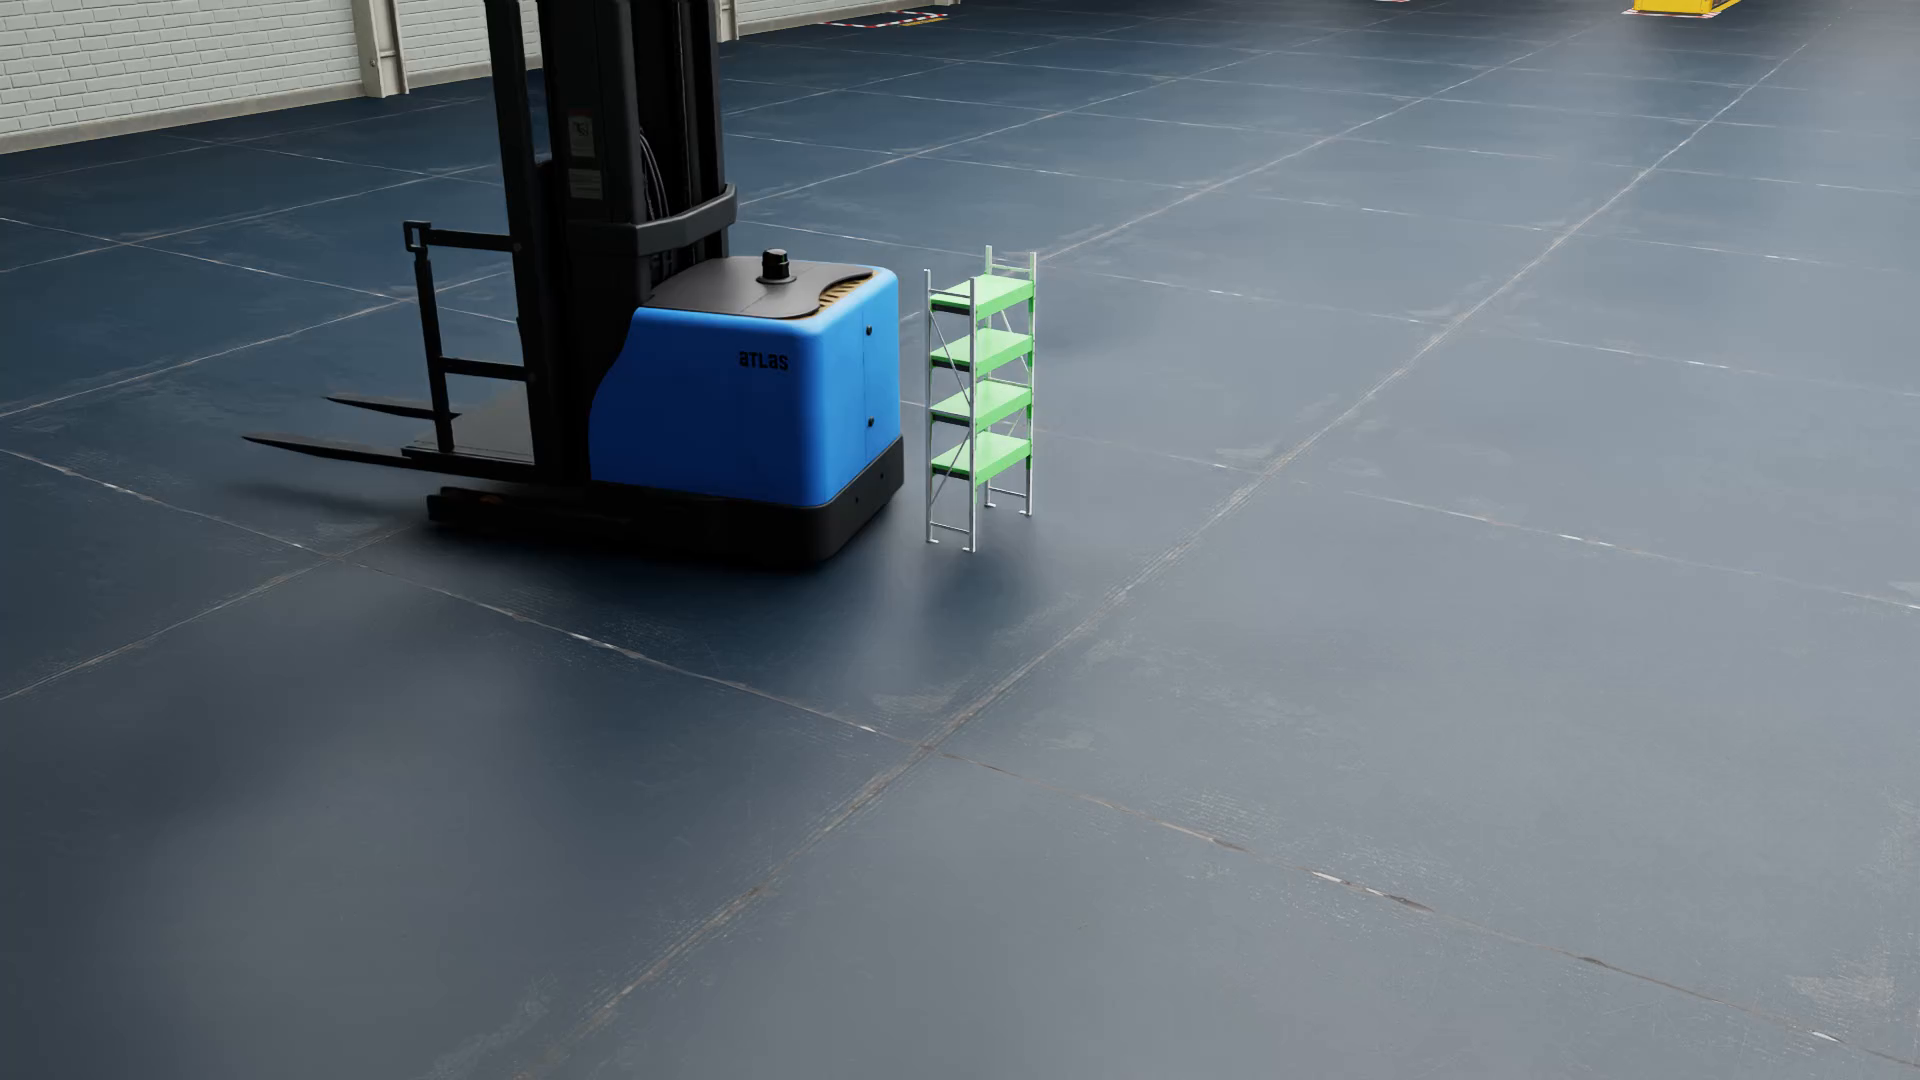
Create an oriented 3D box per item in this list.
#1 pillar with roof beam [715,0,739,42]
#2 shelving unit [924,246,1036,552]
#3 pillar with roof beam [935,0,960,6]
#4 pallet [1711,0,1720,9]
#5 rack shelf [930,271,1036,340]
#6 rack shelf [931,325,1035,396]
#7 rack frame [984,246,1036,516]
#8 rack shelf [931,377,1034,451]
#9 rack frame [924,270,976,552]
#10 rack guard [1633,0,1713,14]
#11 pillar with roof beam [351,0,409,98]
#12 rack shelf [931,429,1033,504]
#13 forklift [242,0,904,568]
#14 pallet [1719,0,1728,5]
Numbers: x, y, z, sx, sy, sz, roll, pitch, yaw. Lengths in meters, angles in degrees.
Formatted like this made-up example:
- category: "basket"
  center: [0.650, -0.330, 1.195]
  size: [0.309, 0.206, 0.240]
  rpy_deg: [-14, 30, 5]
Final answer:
- category: "pillar with roof beam"
  center: [0.263, -10.349, 19.828]
  size: [9.100, 9.000, 0.400]
  rpy_deg: [14, 27, 29]
- category: "shelving unit"
  center: [0.087, -0.606, 7.141]
  size: [0.258, 1.200, 0.503]
  rpy_deg: [14, 27, 29]
- category: "pillar with roof beam"
  center: [3.428, -12.374, 24.506]
  size: [9.100, 9.000, 0.400]
  rpy_deg: [14, 27, 29]
- category: "pallet"
  center: [12.151, -9.083, 27.966]
  size: [1.003, 0.211, 1.213]
  rpy_deg: [14, 27, 29]
- category: "rack shelf"
  center: [0.087, -0.988, 6.975]
  size: [0.258, 0.148, 0.480]
  rpy_deg: [14, 27, 29]
- category: "rack shelf"
  center: [0.087, -0.768, 7.071]
  size: [0.258, 0.148, 0.480]
  rpy_deg: [14, 27, 29]
- category: "rack frame"
  center: [0.216, -0.689, 7.331]
  size: [0.240, 1.200, 0.015]
  rpy_deg: [14, 27, 29]
- category: "rack shelf"
  center: [0.087, -0.548, 7.166]
  size: [0.258, 0.148, 0.480]
  rpy_deg: [14, 27, 29]
- category: "rack frame"
  center: [-0.041, -0.524, 6.950]
  size: [0.240, 1.200, 0.015]
  rpy_deg: [14, 27, 29]
- category: "rack guard"
  center: [11.718, -8.943, 27.278]
  size: [1.175, 0.500, 0.348]
  rpy_deg: [14, 27, 29]
- category: "pillar with roof beam"
  center: [-2.902, -8.324, 15.151]
  size: [9.100, 9.000, 0.400]
  rpy_deg: [14, 27, 29]
- category: "rack shelf"
  center: [0.087, -0.328, 7.261]
  size: [0.258, 0.148, 0.480]
  rpy_deg: [14, 27, 29]
- category: "forklift"
  center: [-1.834, -1.563, 7.172]
  size: [3.031, 2.935, 1.130]
  rpy_deg: [7, 25, 17]
- category: "pallet"
  center: [12.796, -9.493, 28.914]
  size: [1.003, 0.211, 1.213]
  rpy_deg: [14, 27, 29]
